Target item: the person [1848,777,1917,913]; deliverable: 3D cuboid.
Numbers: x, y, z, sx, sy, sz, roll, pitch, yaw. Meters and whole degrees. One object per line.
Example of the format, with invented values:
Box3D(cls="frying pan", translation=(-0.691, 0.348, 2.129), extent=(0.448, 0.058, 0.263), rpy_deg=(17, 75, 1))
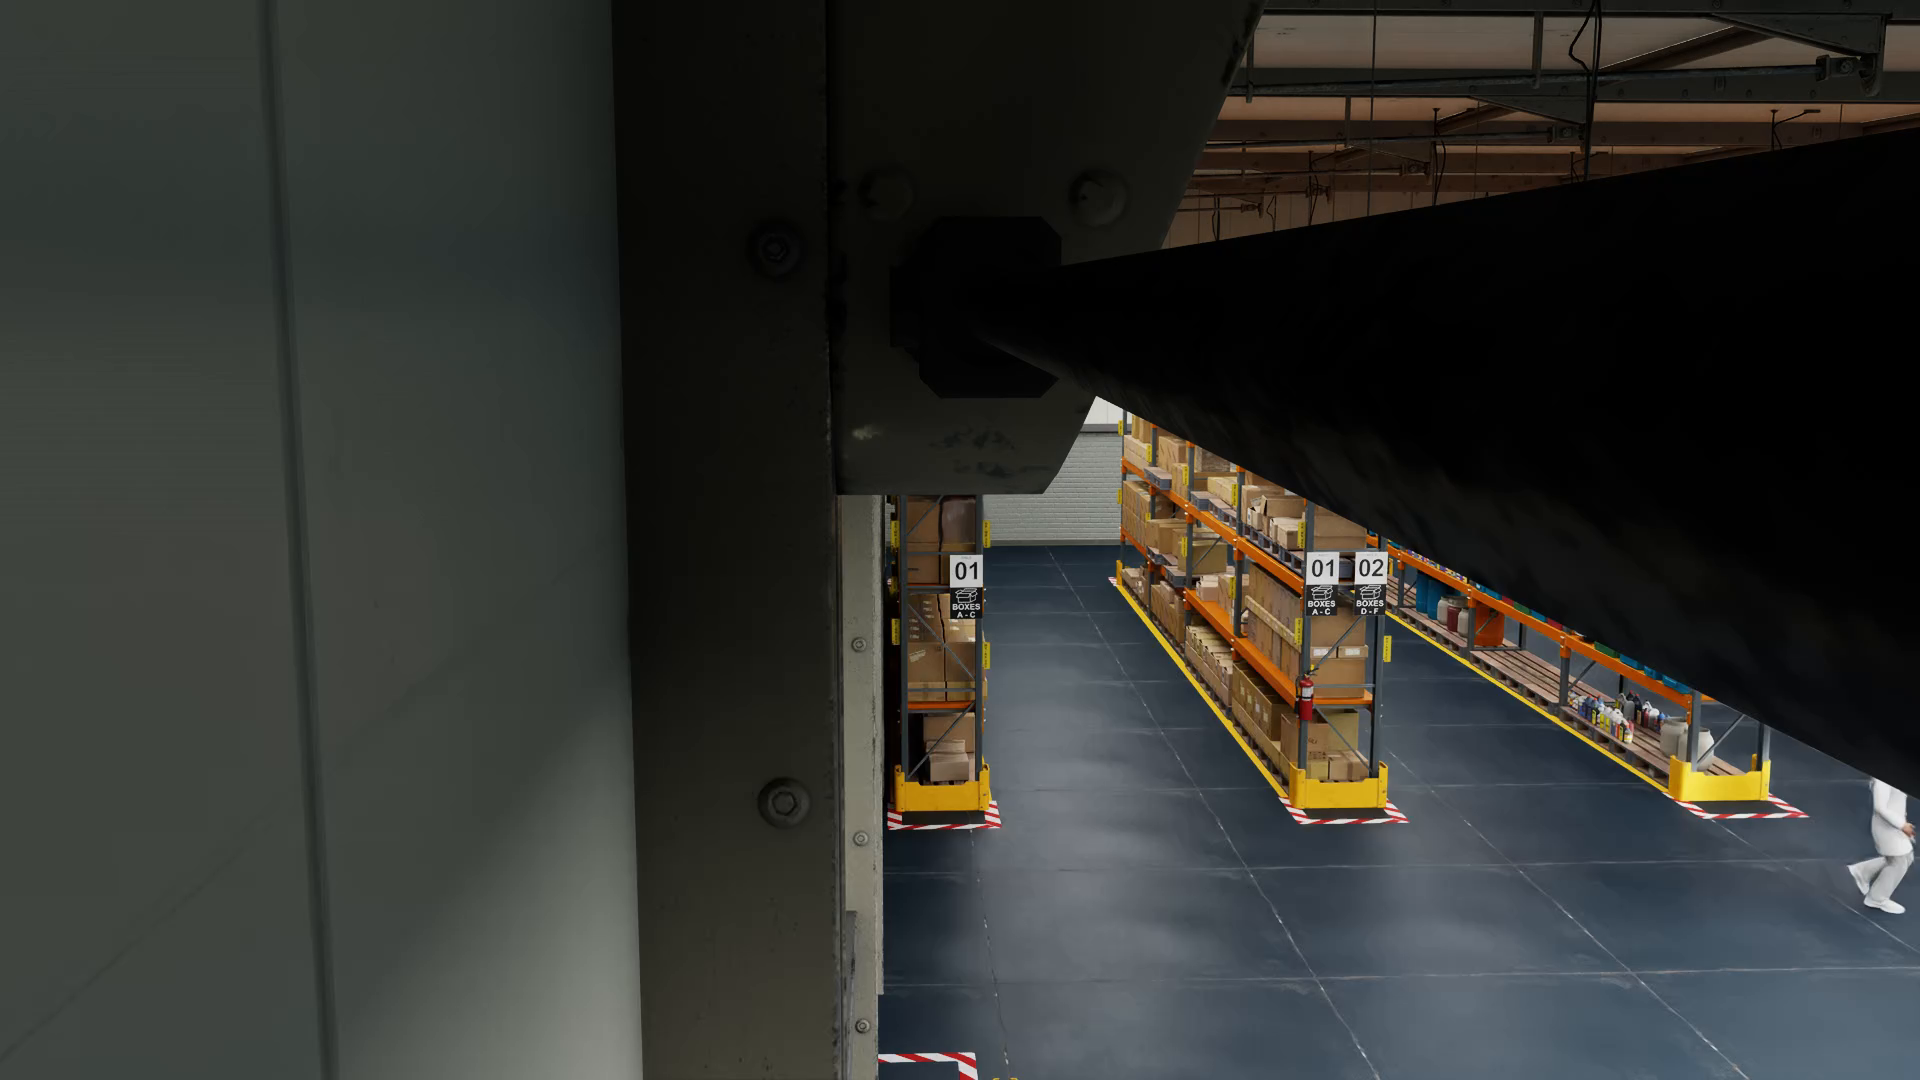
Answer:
Box3D(cls="person", translation=(9.547, 2.964, 17.169), extent=(0.600, 1.744, 0.711), rpy_deg=(5, 10, 29))
